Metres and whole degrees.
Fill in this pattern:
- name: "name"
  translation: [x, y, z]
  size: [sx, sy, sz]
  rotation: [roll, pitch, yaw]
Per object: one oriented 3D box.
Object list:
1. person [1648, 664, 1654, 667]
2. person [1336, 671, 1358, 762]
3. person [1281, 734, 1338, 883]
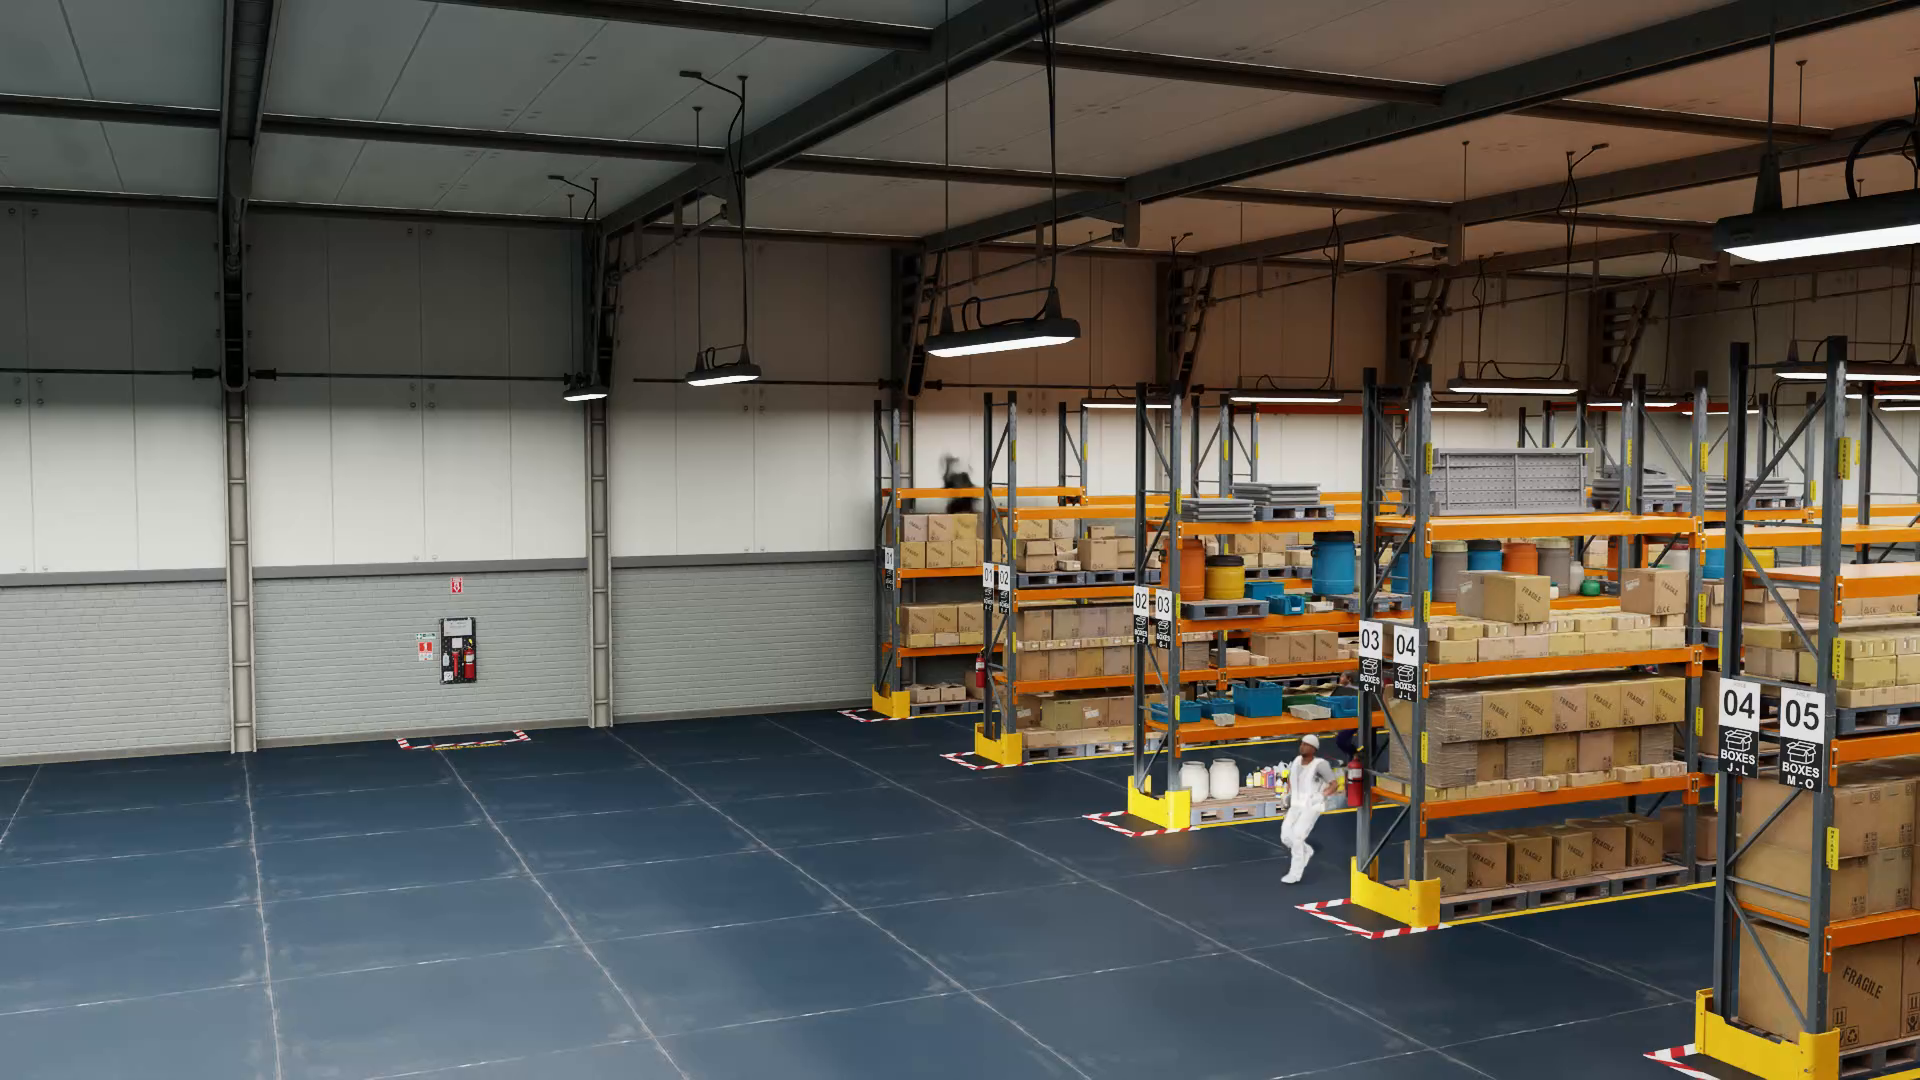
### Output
- name: "person"
  translation: [12.874, 2.530, 30.535]
  size: [0.749, 1.798, 0.708]
  rotation: [-2, 4, -35]
- name: "person"
  translation: [6.075, 2.853, 26.039]
  size: [0.697, 1.591, 0.628]
  rotation: [-1, 4, -19]
- name: "person"
  translation: [4.045, 3.166, 19.619]
  size: [0.648, 1.719, 0.678]
  rotation: [-2, 4, -33]
